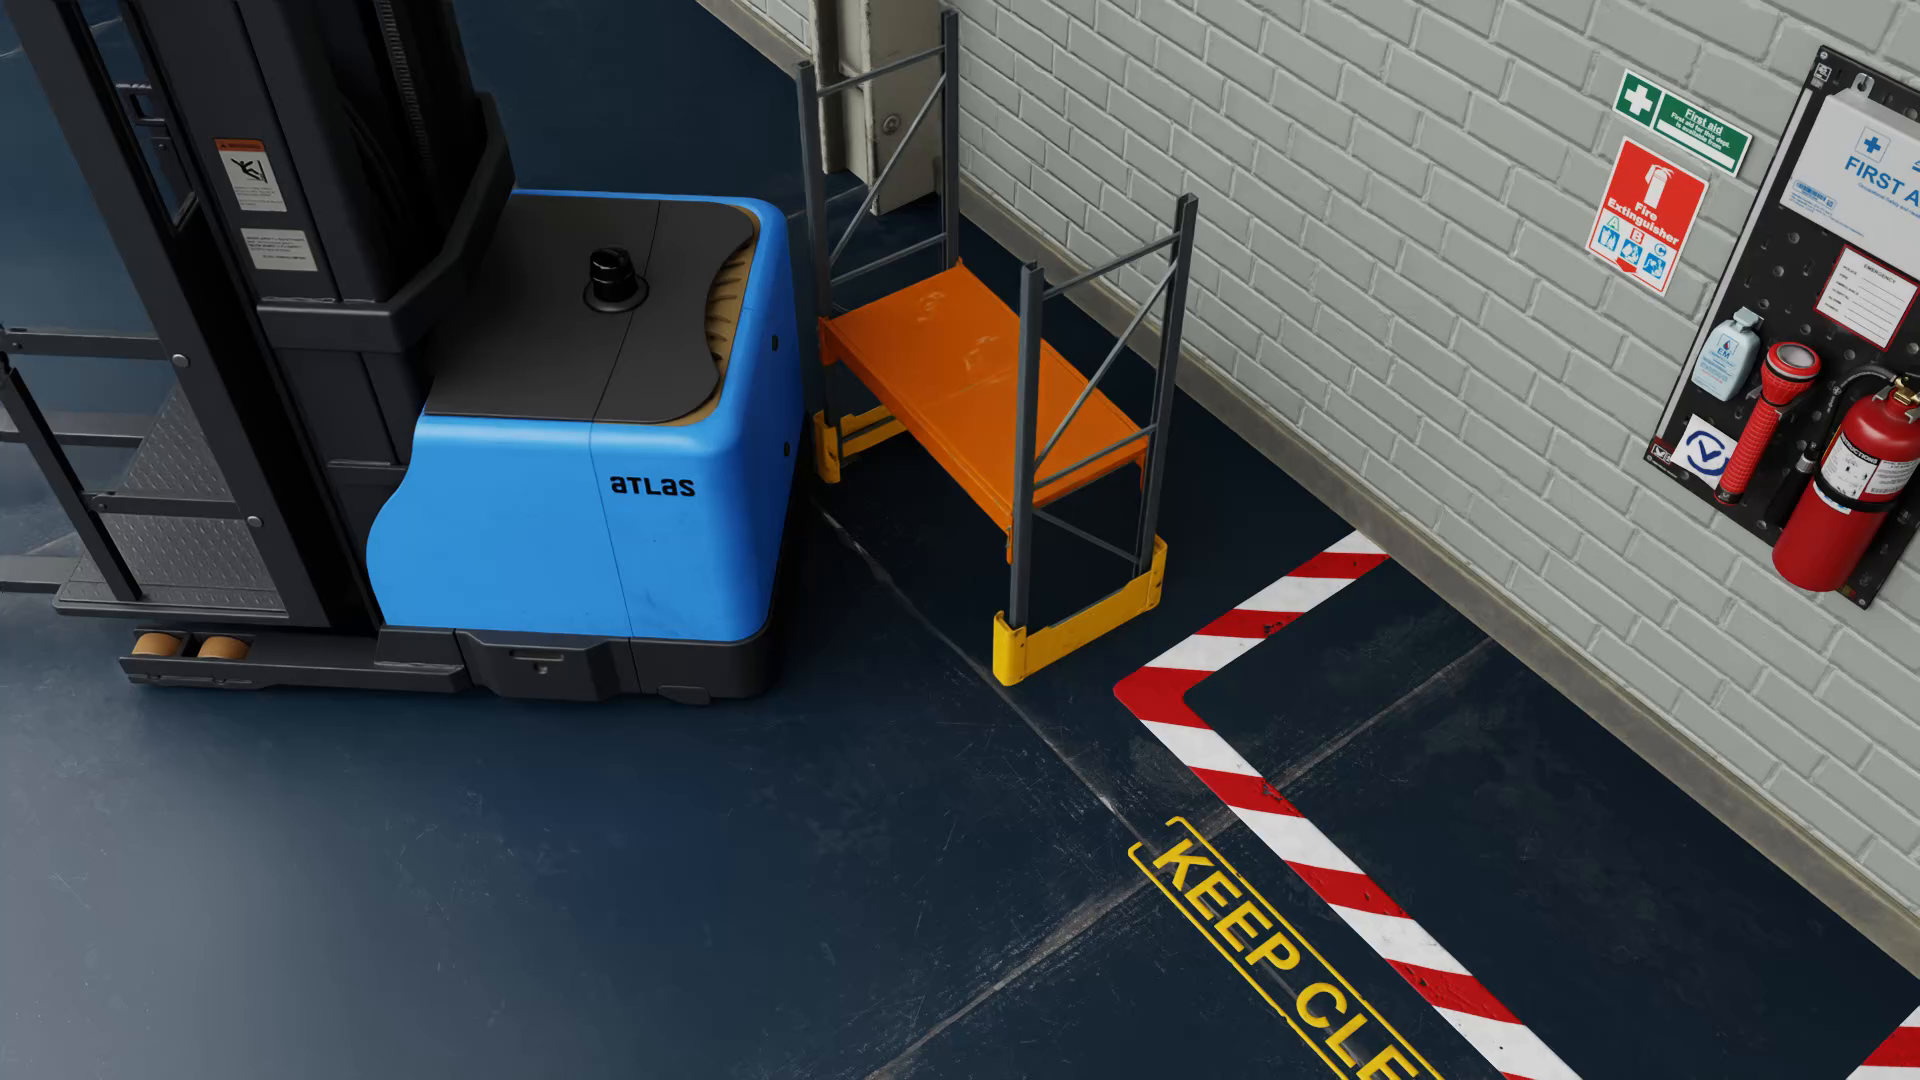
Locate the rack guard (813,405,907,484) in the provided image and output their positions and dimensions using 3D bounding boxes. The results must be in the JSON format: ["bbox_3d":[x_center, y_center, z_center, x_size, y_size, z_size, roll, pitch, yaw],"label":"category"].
[{"bbox_3d":[-0.207,-0.407,5.450,0.587,0.250,0.087,-27,53,-22],"label":"rack guard"}]

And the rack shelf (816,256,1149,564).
[{"bbox_3d":[0.068,-0.406,4.849,0.538,0.185,1.000,-27,53,-22],"label":"rack shelf"}]

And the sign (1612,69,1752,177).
[{"bbox_3d":[1.594,-0.925,3.682,0.001,0.109,0.331,-29,54,-24],"label":"sign"}]

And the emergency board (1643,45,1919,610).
[{"bbox_3d":[1.851,-0.369,3.560,0.194,1.169,0.643,-29,54,-24],"label":"emergency board"}]

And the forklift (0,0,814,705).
[{"bbox_3d":[-2.011,-0.938,4.122,3.031,2.935,1.130,3,48,2],"label":"forklift"}]

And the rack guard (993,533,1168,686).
[{"bbox_3d":[0.354,0.203,4.897,0.587,0.250,0.087,-27,53,-22],"label":"rack guard"}]

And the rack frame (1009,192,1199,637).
[{"bbox_3d":[0.355,-0.216,4.434,0.500,1.500,0.032,-27,53,-22],"label":"rack frame"}]

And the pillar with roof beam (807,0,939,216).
[{"bbox_3d":[-3.742,-2.517,1.458,9.100,9.000,0.400,-29,54,-24],"label":"pillar with roof beam"}]

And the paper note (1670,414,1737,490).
[{"bbox_3d":[1.799,-0.209,4.009,0.016,0.148,0.142,-29,54,-24],"label":"paper note"}]

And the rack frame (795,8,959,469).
[{"bbox_3d":[-0.218,-0.838,4.998,0.500,1.500,0.032,-27,53,-22],"label":"rack frame"}]

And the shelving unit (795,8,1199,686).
[{"bbox_3d":[0.073,-0.522,4.711,0.587,1.500,1.083,-27,53,-22],"label":"shelving unit"}]

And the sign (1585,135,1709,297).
[{"bbox_3d":[1.598,-0.753,3.884,0.001,0.329,0.234,-29,54,-24],"label":"sign"}]
